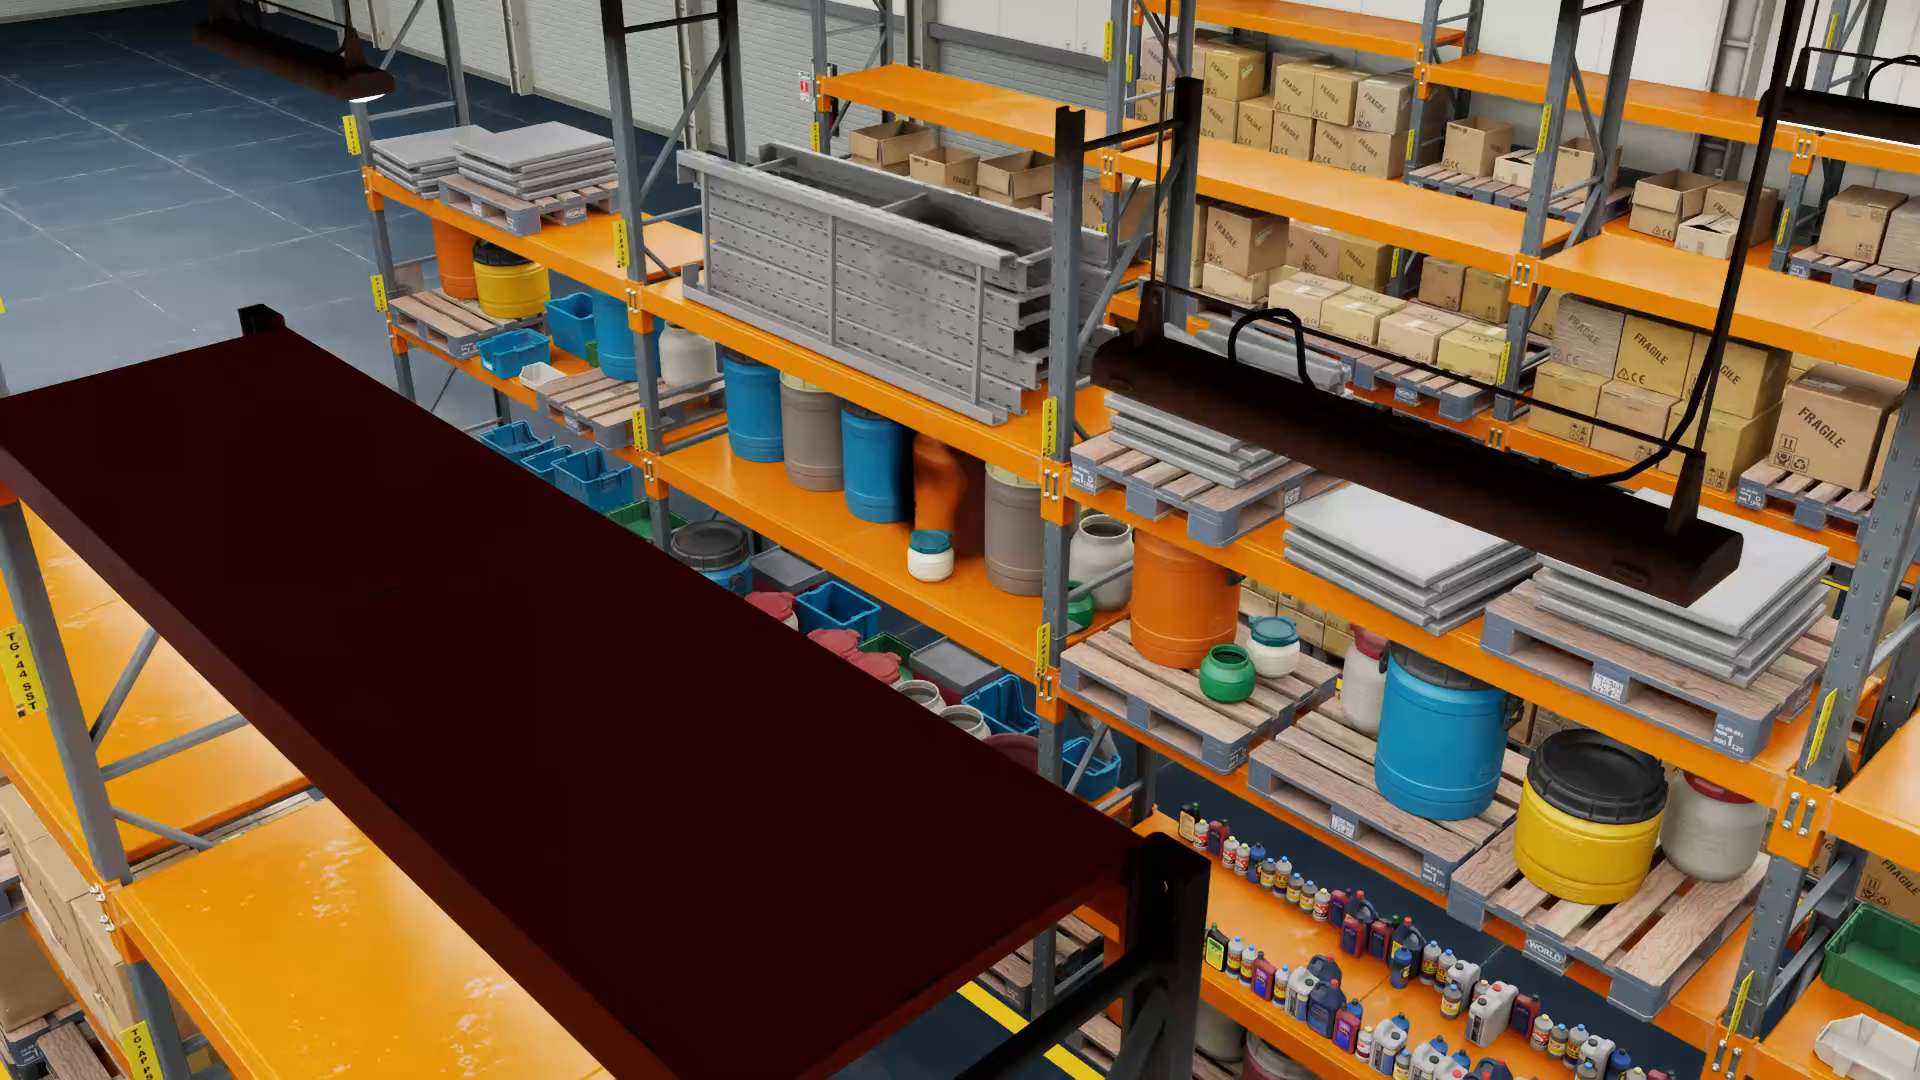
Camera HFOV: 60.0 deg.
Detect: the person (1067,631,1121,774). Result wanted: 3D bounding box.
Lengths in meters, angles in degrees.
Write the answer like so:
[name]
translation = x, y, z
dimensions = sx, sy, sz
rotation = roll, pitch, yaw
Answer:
[person]
translation = 1.016, 1.021, 13.177
dimensions = 0.618, 1.694, 0.701
rotation = 4, 28, 8
